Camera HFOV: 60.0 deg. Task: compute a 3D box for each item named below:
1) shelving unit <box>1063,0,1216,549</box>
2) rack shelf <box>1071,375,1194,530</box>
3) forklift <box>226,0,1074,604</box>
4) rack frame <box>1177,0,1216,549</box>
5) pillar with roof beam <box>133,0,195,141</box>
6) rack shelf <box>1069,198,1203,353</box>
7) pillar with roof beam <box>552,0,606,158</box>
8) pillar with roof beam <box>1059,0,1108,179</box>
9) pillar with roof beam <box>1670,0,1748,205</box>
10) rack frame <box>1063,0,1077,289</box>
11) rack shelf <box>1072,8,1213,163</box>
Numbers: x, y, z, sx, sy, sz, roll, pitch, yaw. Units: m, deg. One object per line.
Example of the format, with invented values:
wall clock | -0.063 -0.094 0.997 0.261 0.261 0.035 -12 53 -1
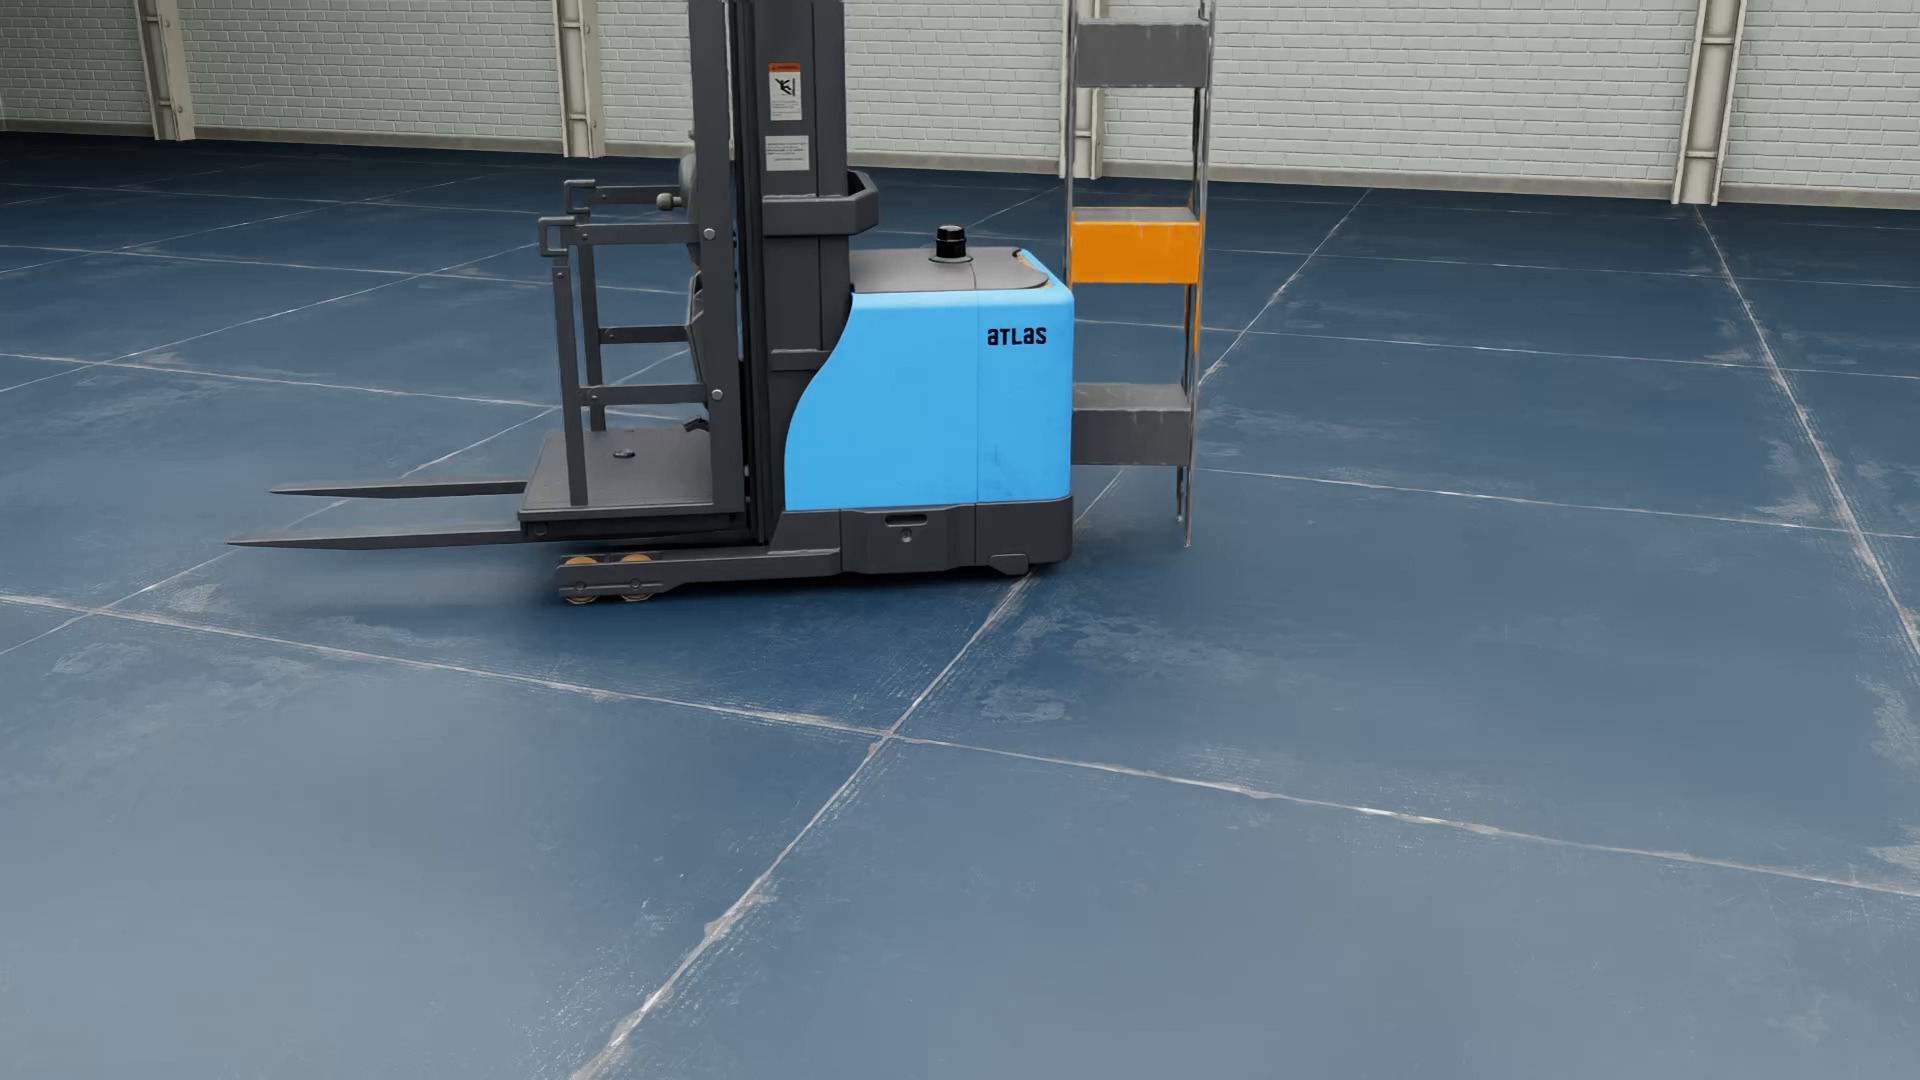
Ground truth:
shelving unit | 0.651 -1.026 6.330 0.503 2.100 0.431 1 19 2
rack shelf | 0.651 -0.352 6.565 0.480 0.518 0.431 1 19 2
forklift | -1.140 -1.340 5.969 3.031 2.935 1.130 -3 19 -7
rack frame | 0.895 -1.024 6.323 0.015 2.100 0.400 1 19 2
pillar with roof beam | -11.468 -8.053 16.006 0.400 9.000 9.100 7 20 18
rack shelf | 0.651 -1.013 6.335 0.480 0.518 0.431 1 19 2
pillar with roof beam | -5.800 -7.405 14.147 0.400 9.000 9.100 7 20 18
pillar with roof beam | -0.132 -6.756 12.288 0.400 9.000 9.100 7 20 18
pillar with roof beam | 5.535 -6.108 10.428 0.400 9.000 9.100 7 20 18
rack frame | 0.407 -1.029 6.338 0.015 2.100 0.400 1 19 2
rack shelf | 0.651 -1.674 6.104 0.480 0.518 0.431 1 19 2
